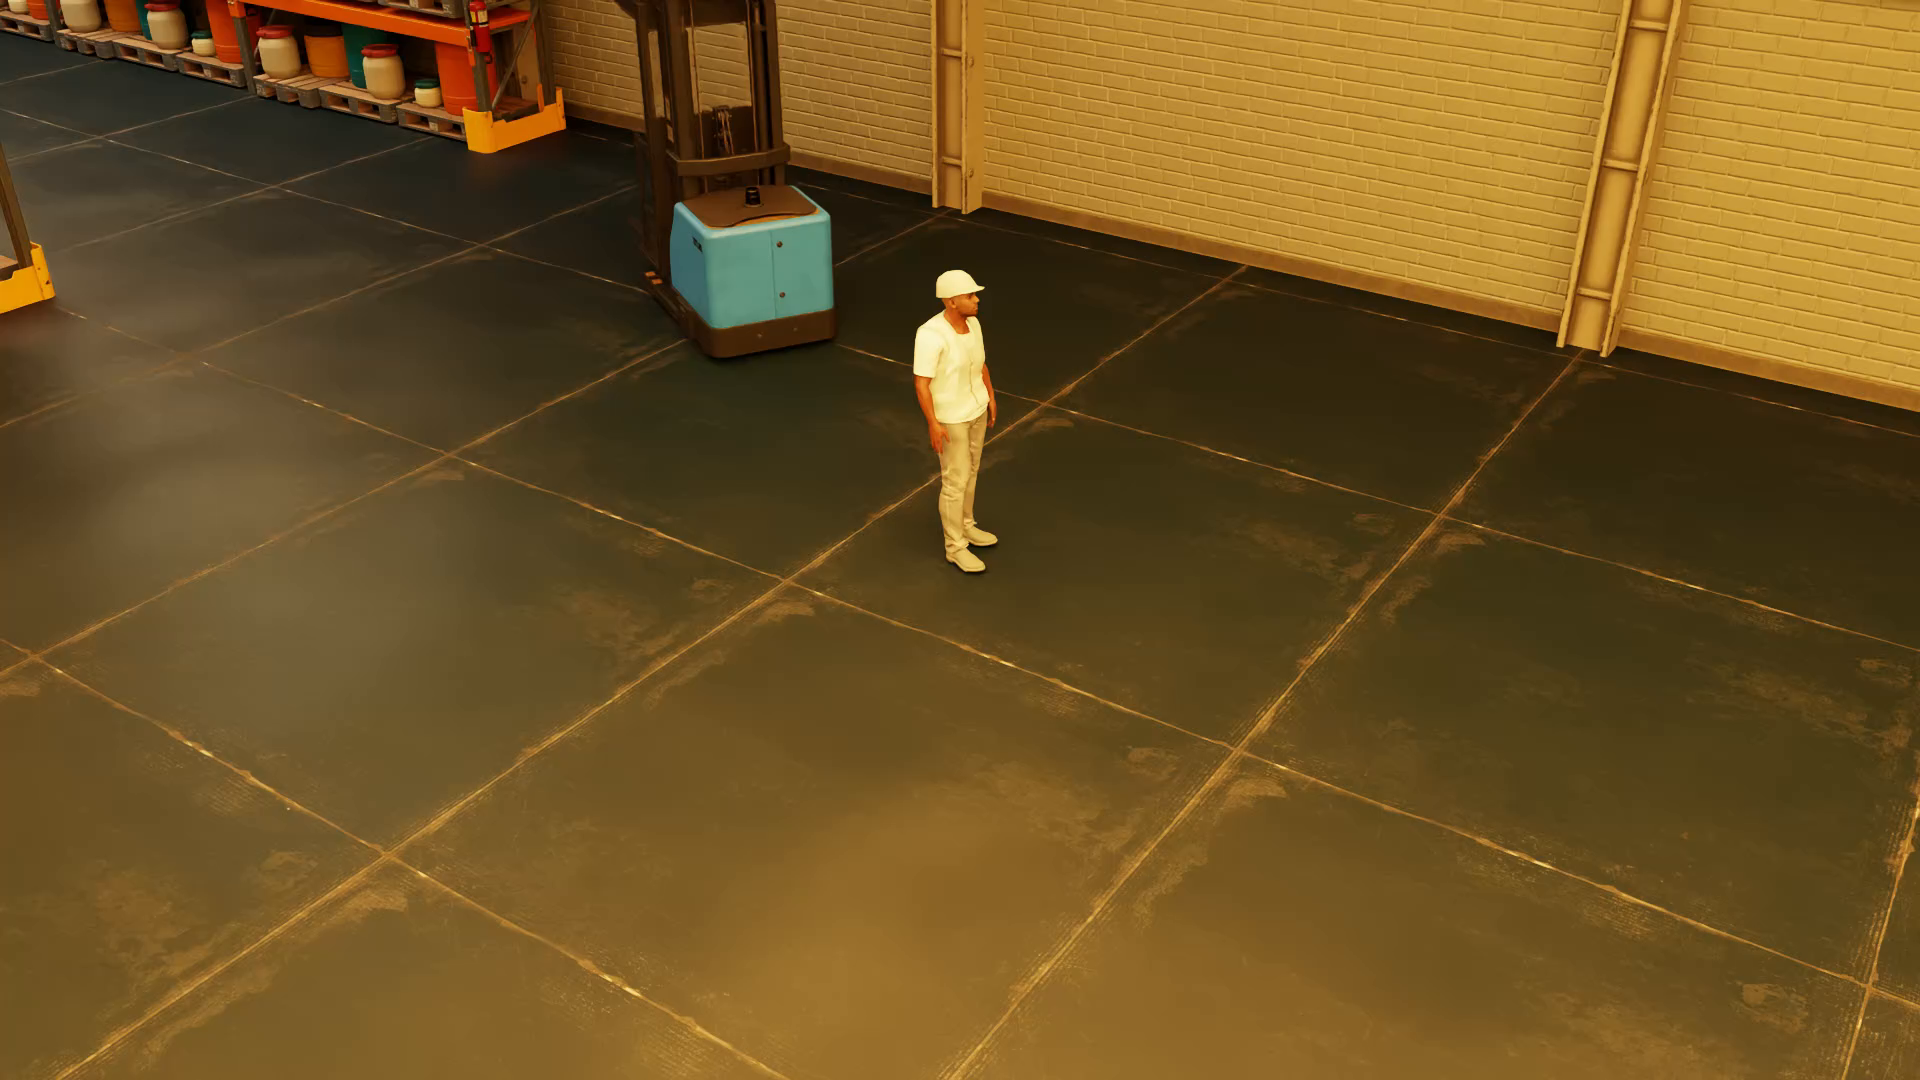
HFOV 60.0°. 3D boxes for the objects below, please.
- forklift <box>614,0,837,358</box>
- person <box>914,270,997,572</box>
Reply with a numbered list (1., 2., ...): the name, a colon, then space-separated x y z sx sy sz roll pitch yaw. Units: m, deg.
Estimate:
1. forklift: -2.063 -3.382 13.405 1.130 2.935 3.031 -14 33 -22
2. person: 0.054 -0.748 10.015 0.577 1.765 0.665 19 35 29
